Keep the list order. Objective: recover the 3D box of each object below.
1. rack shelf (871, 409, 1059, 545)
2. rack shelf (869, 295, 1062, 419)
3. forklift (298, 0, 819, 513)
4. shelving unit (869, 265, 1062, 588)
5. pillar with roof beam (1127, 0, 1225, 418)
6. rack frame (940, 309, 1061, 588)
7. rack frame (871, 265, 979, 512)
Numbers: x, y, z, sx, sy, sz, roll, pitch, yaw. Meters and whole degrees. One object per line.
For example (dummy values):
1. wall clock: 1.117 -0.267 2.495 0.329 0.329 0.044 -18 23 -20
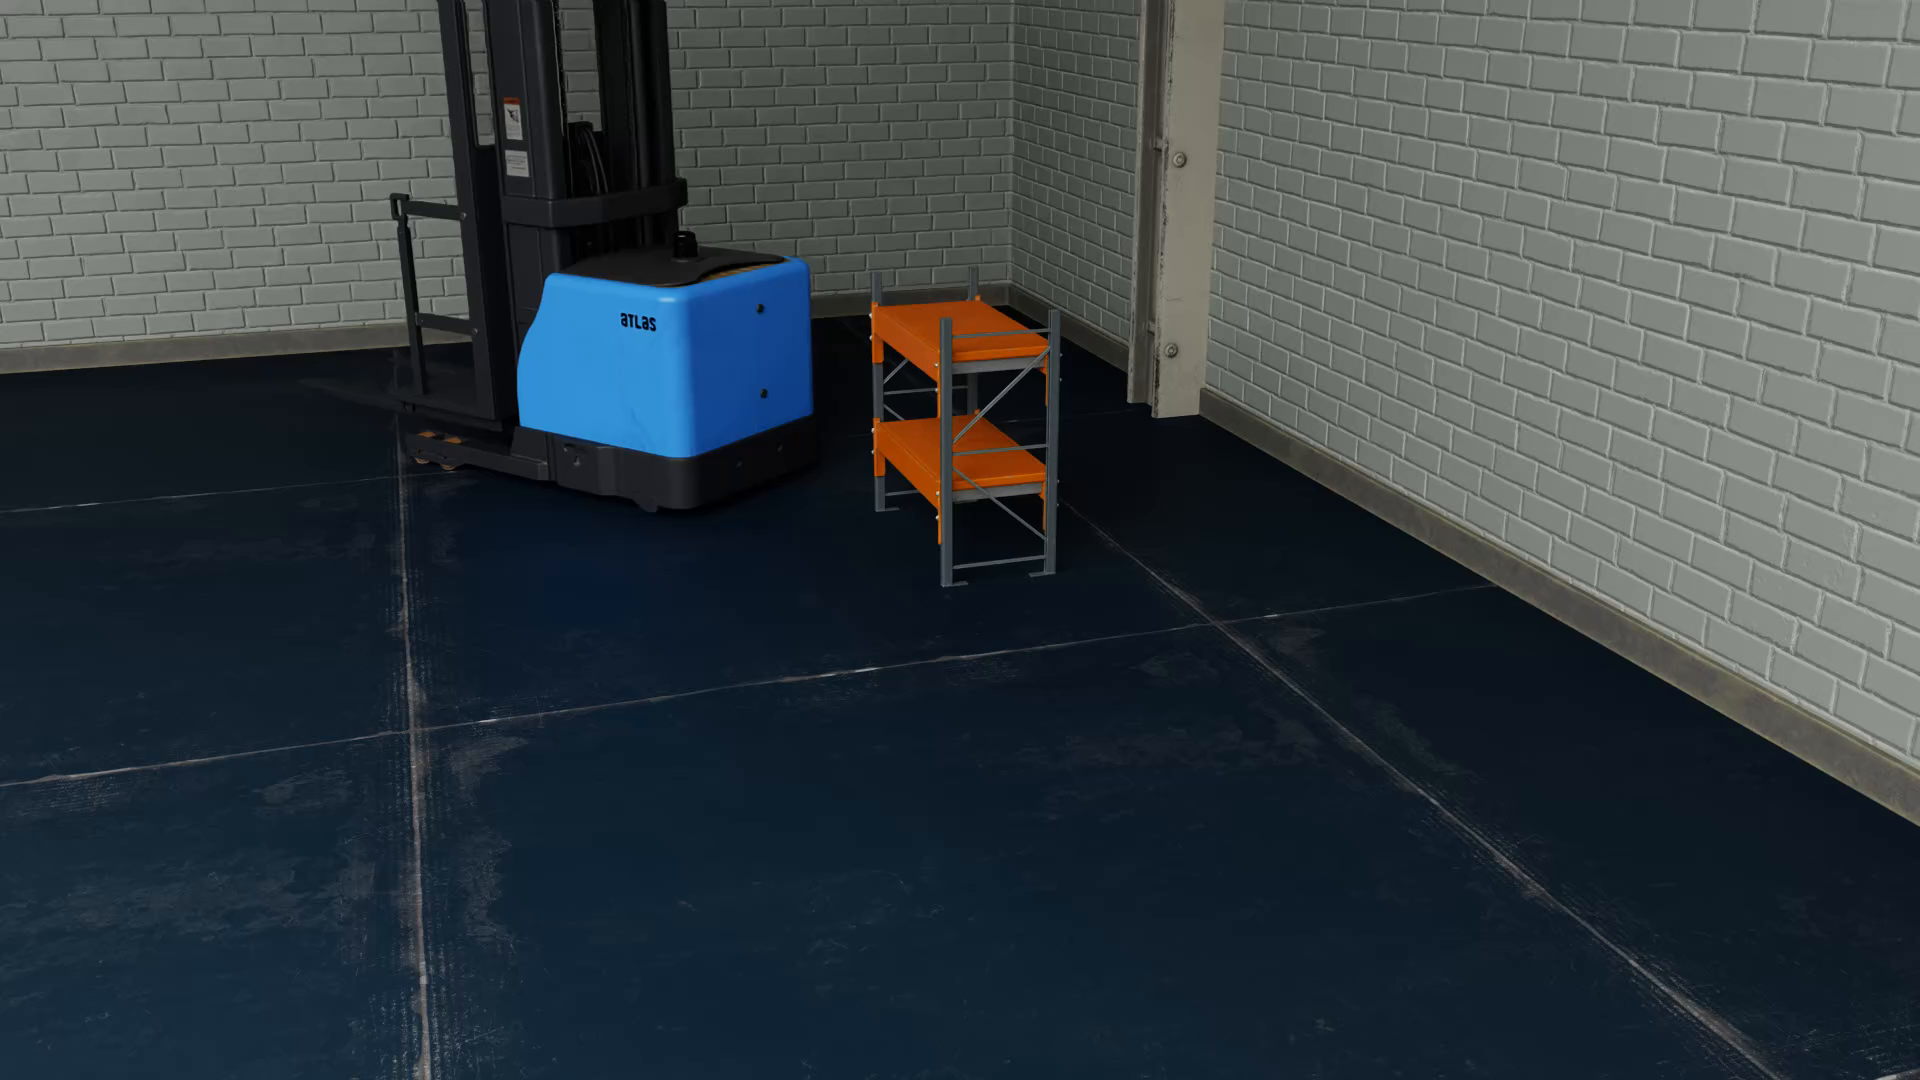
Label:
1. rack shelf: 0.002 -0.297 7.303 0.538 0.278 1.000 -6 21 -17
2. rack shelf: 0.002 -0.803 7.121 0.538 0.278 1.000 -6 21 -17
3. forklift: -2.223 -1.865 8.274 3.031 2.935 1.130 12 23 31
4. shelving unit: 0.002 -0.527 7.220 0.538 1.125 1.048 -6 21 -17
5. pillar with roof beam: -2.910 -4.539 6.742 9.100 9.000 0.400 -6 21 -17
6. rack frame: 0.162 -0.364 6.766 0.500 1.125 0.032 -6 21 -17
7. rack frame: -0.158 -0.690 7.674 0.500 1.125 0.032 -6 21 -17
